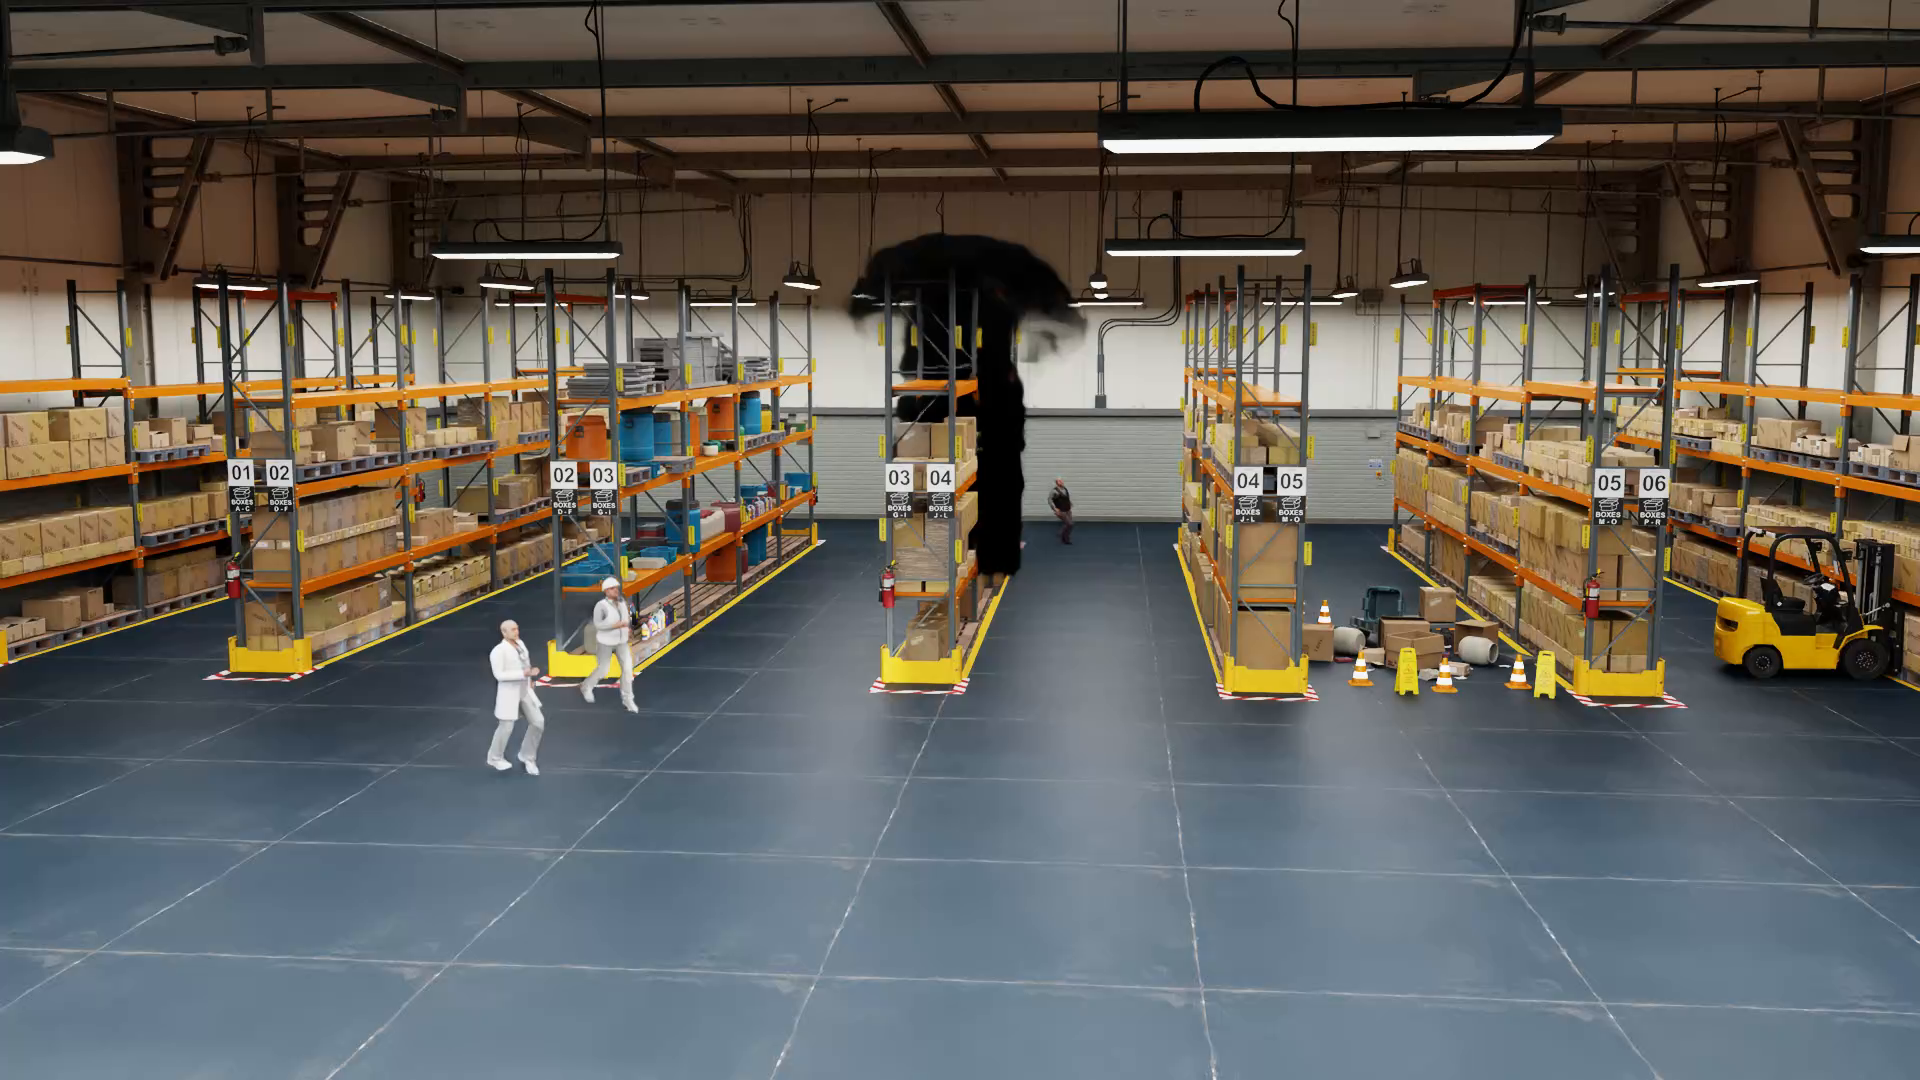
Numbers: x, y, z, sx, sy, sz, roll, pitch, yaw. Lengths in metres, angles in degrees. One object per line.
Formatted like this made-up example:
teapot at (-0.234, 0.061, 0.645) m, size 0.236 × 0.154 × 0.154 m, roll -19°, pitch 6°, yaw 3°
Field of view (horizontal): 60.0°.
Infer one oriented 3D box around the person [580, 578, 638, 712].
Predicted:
person at (-4.732, 1.397, 22.508) m, size 0.943 × 1.812 × 0.665 m, roll 6°, pitch 9°, yaw 42°

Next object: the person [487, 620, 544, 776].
person at (-5.107, 1.821, 19.064) m, size 0.812 × 1.834 × 0.672 m, roll 4°, pitch 8°, yaw 31°

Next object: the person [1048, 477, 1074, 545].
person at (2.515, -0.693, 40.215) m, size 0.707 × 1.651 × 0.519 m, roll -6°, pitch 9°, yaw -42°
